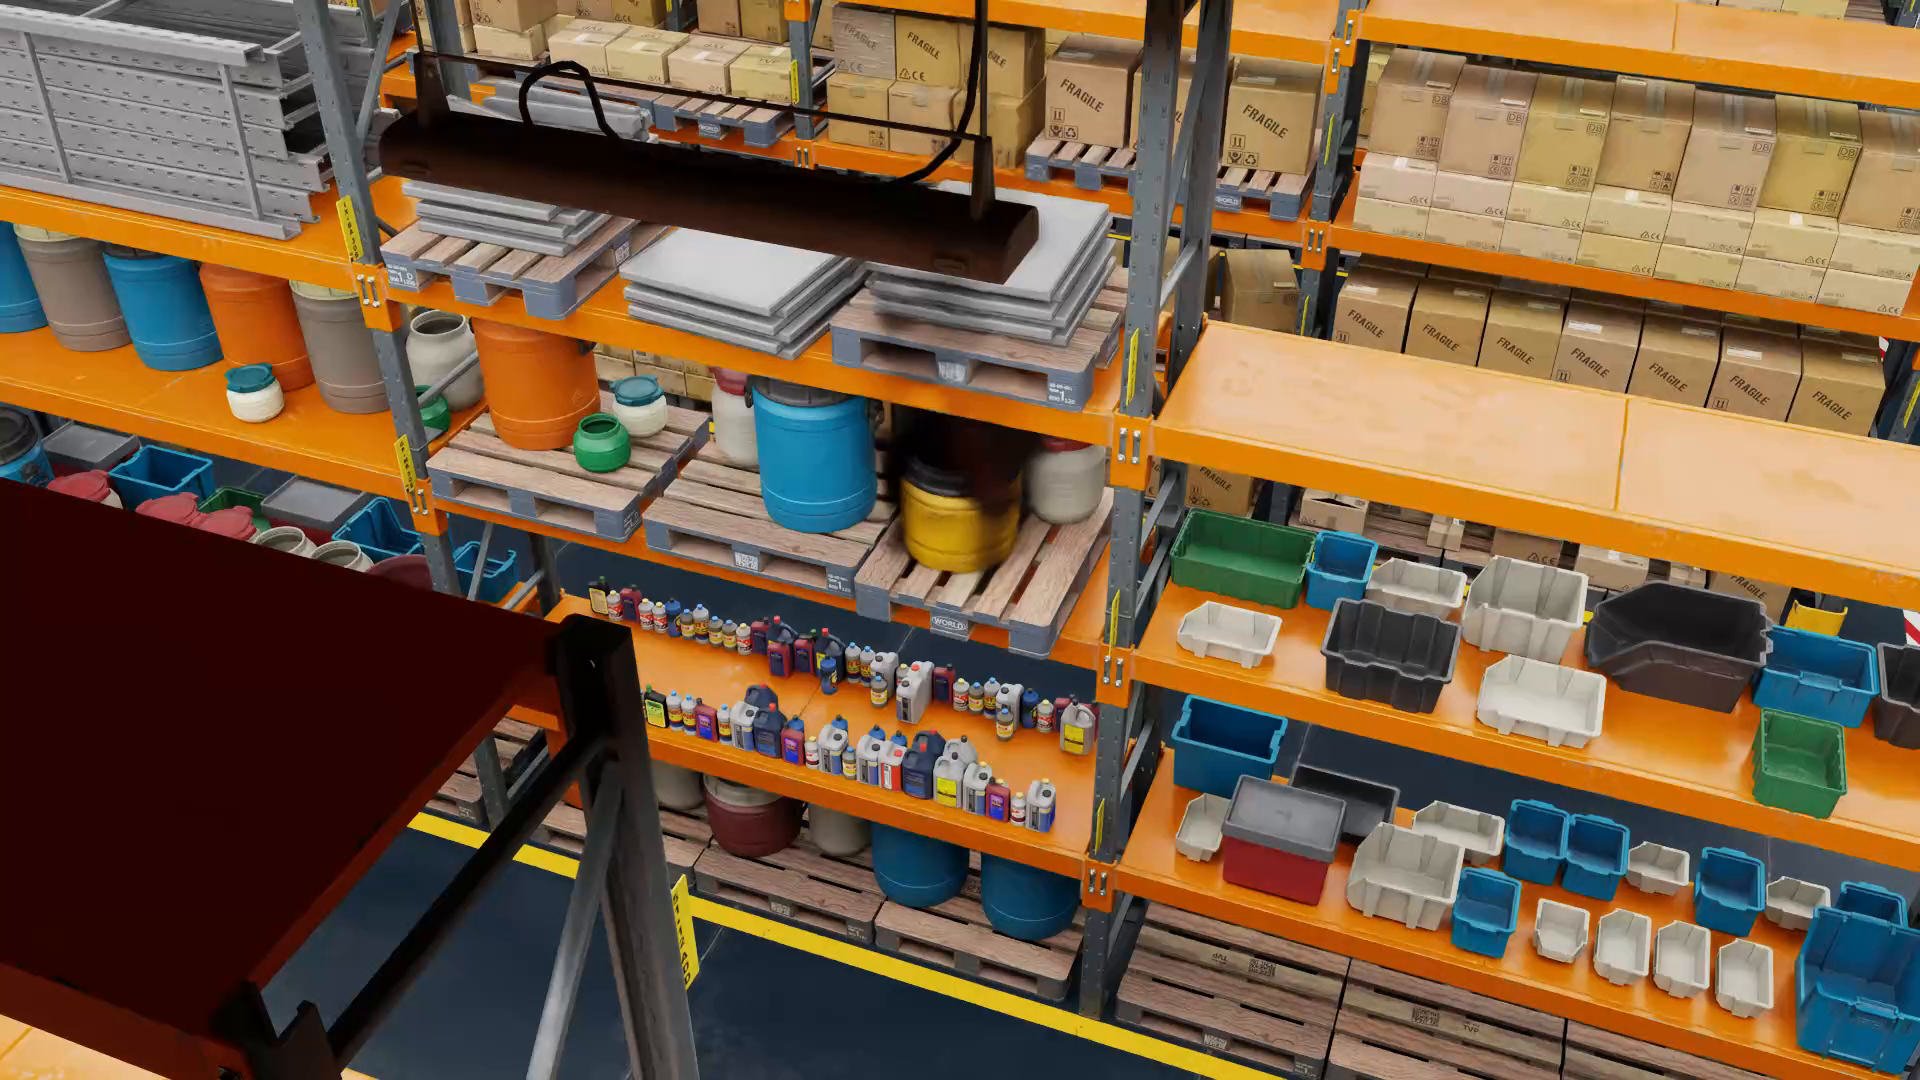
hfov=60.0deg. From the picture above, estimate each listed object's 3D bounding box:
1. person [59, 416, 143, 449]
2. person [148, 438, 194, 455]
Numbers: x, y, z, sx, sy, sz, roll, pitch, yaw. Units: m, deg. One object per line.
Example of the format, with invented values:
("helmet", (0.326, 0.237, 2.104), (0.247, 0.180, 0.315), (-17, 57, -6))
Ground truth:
("person", (-6.983, -1.017, 13.429), (0.662, 1.639, 0.614), (9, 37, 12))
("person", (-6.171, -0.840, 13.113), (0.779, 1.681, 0.672), (14, 39, 18))
